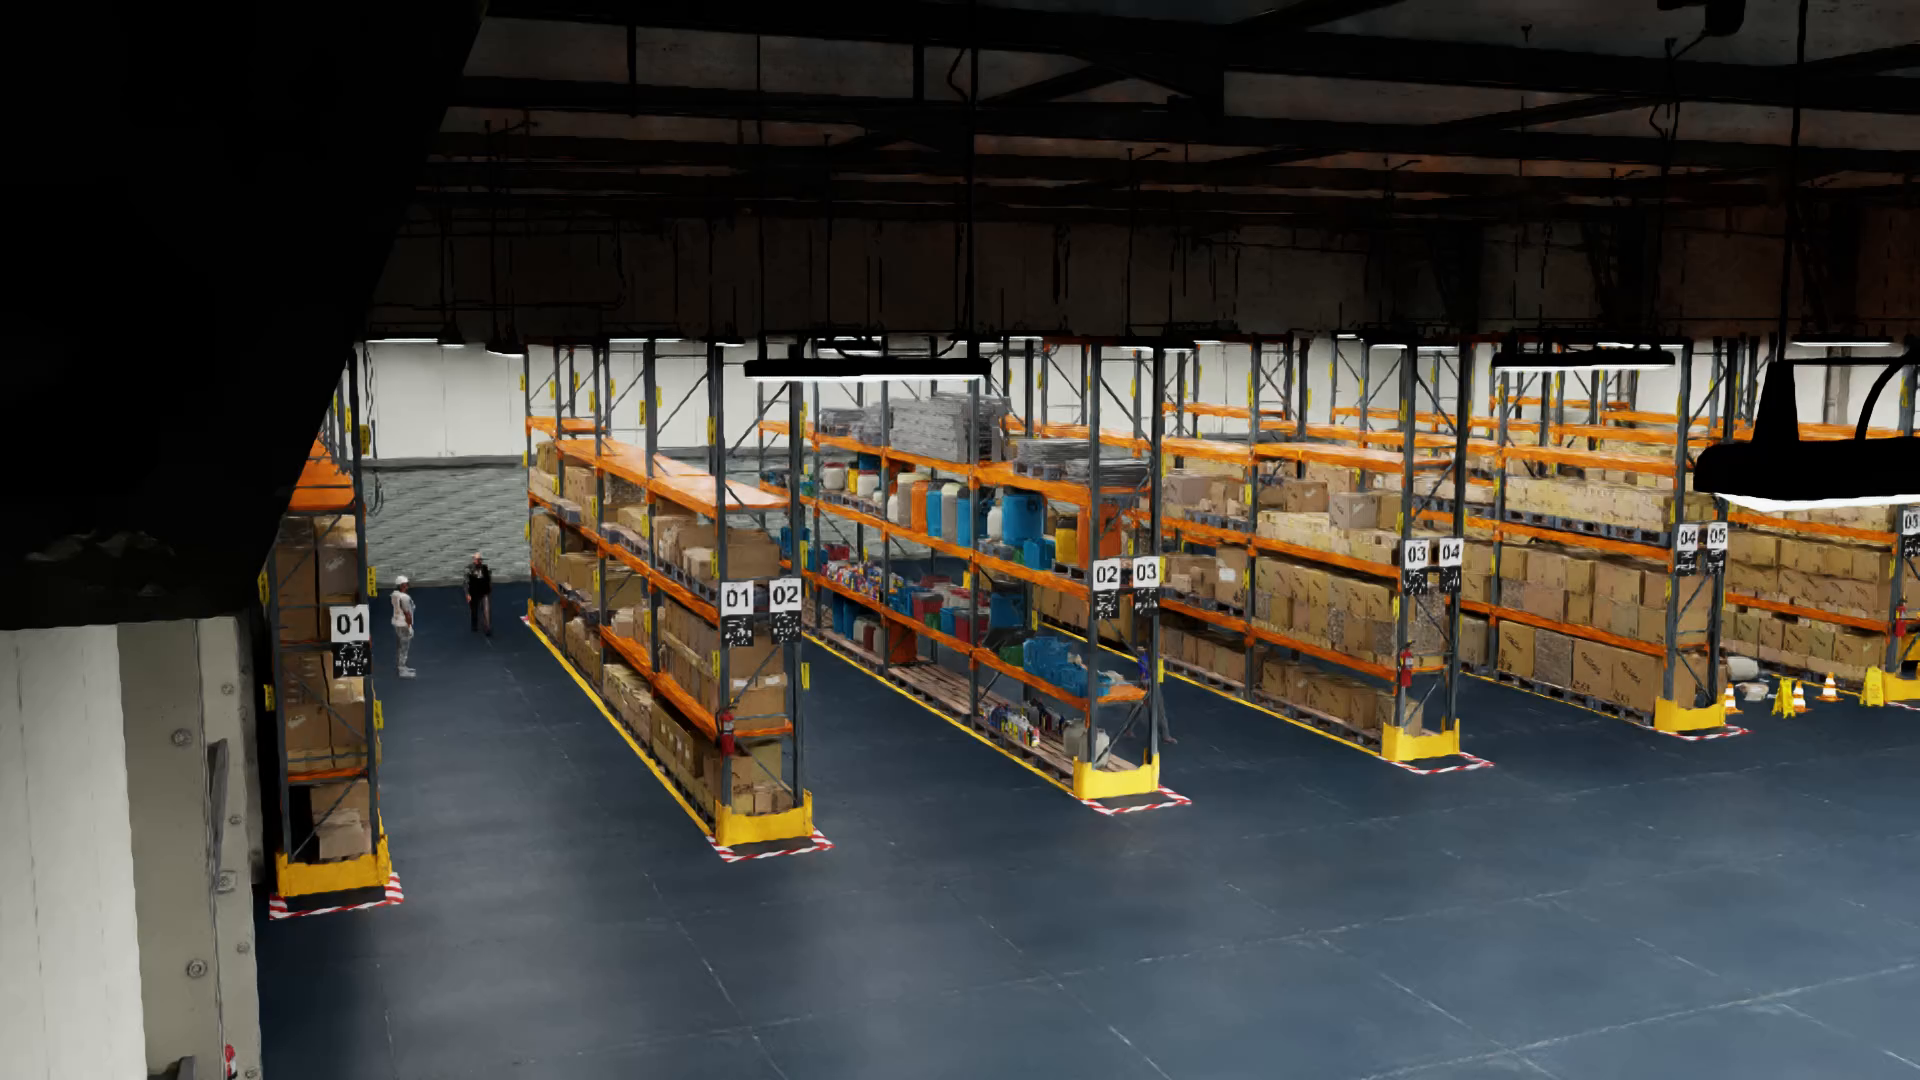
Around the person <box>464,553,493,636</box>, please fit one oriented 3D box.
[{"bbox_3d":[-9.664,1.075,33.355,0.543,1.648,1.115,-3,8,-20],"label":"person"}]

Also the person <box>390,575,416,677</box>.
[{"bbox_3d":[-9.865,1.505,29.526,0.410,1.785,0.654,-6,10,-38],"label":"person"}]

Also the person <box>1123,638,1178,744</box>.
[{"bbox_3d":[2.821,2.232,24.863,0.443,1.587,0.997,-5,9,-31],"label":"person"}]
